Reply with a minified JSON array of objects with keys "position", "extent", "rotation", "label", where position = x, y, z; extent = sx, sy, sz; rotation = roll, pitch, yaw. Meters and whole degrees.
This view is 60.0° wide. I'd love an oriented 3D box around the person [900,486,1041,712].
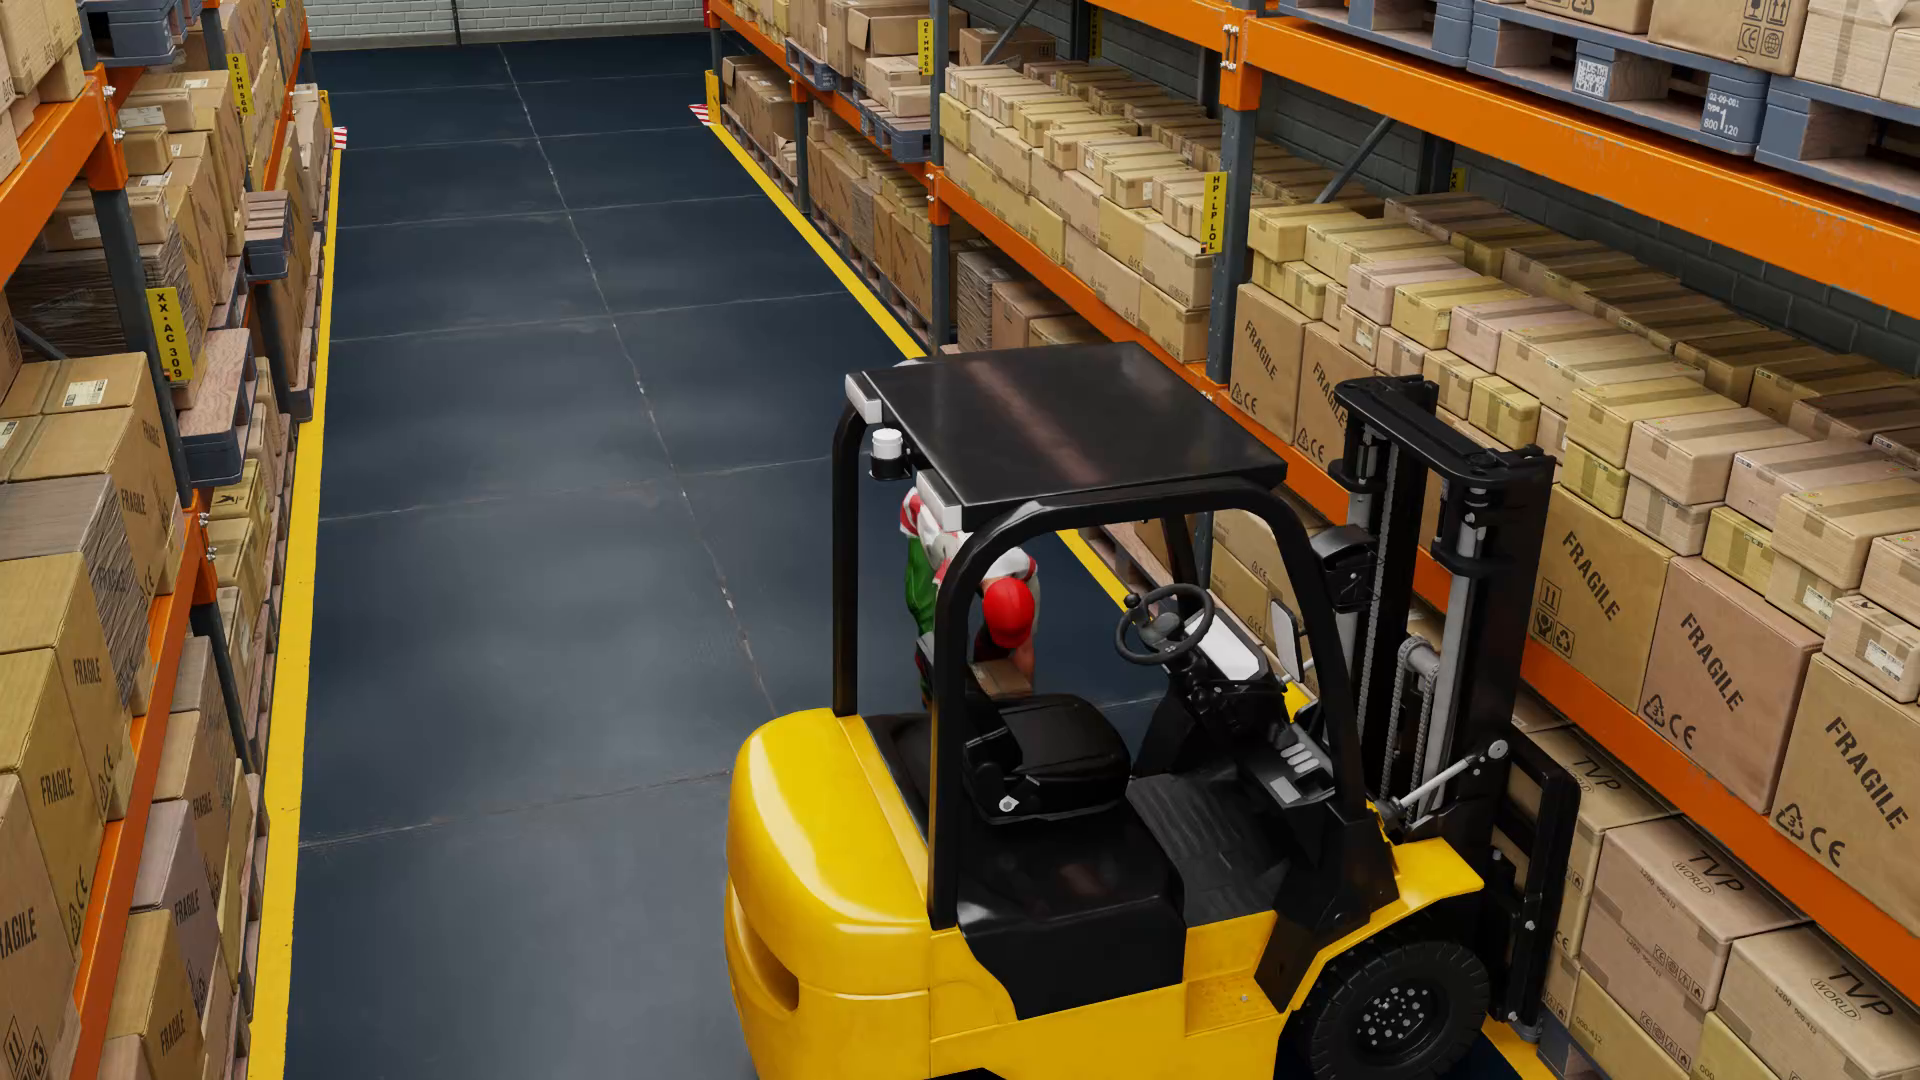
[{"position":[0.066,0.321,6.793],"extent":[0.510,1.024,0.955],"rotation":[-9,28,-19],"label":"person"}]
